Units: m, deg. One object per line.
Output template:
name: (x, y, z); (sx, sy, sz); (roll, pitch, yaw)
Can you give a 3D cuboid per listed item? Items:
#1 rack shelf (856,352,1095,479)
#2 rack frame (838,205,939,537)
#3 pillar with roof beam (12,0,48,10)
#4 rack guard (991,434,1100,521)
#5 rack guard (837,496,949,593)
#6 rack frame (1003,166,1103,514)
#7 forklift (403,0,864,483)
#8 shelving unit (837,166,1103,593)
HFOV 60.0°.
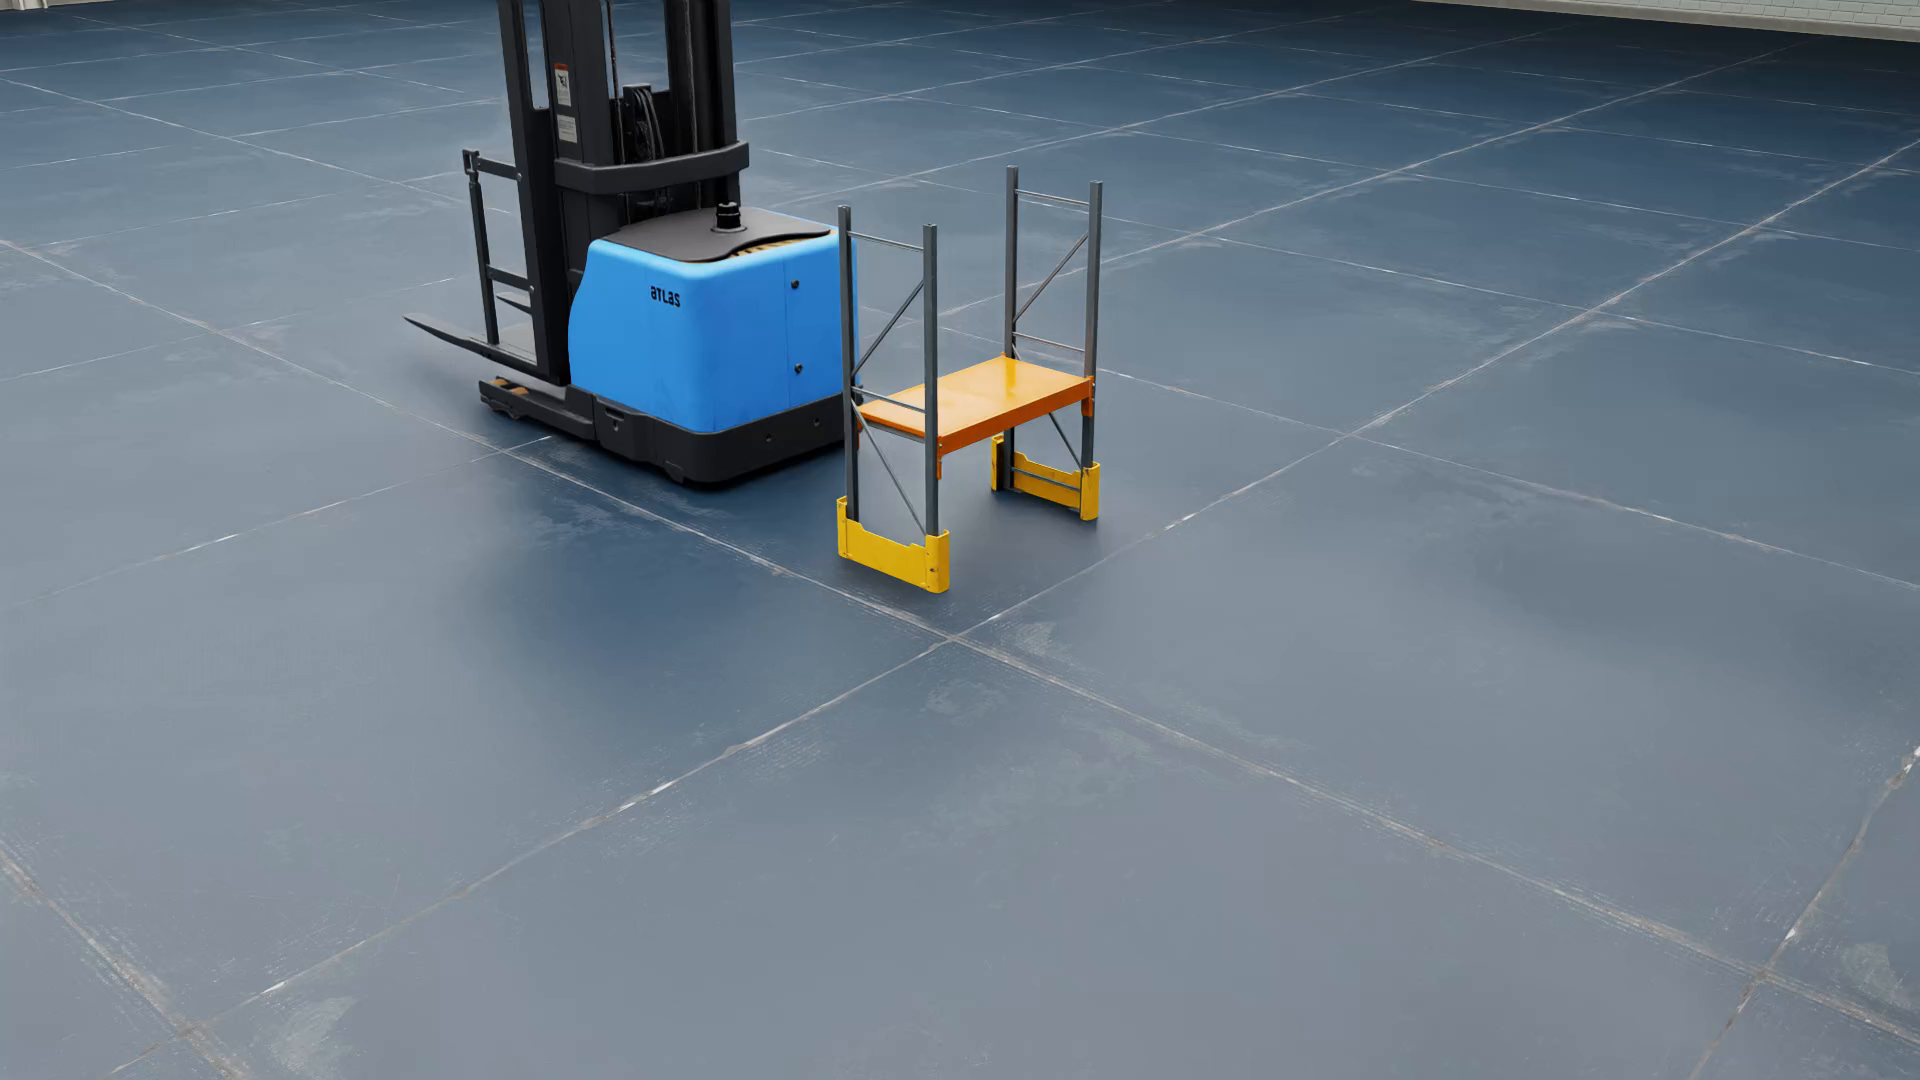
rack shelf: (0.057, -0.546, 7.075); (0.538, 0.185, 1.000); (20, 31, 38)
rack frame: (-0.282, -0.555, 6.656); (0.500, 1.500, 0.032); (20, 31, 38)
pillar with roof beam: (-10.928, -11.017, 20.822); (9.100, 9.000, 0.400); (20, 31, 38)
rack guard: (0.383, -0.289, 7.589); (0.587, 0.250, 0.087); (20, 31, 38)
rack guard: (-0.281, 0.014, 6.912); (0.587, 0.250, 0.087); (20, 31, 38)
rack frame: (0.396, -0.865, 7.347); (0.500, 1.500, 0.032); (20, 31, 38)
forklift: (-1.891, -2.100, 8.352); (3.031, 2.935, 1.130); (21, 32, 39)
shelving unit: (0.051, -0.708, 6.995); (0.587, 1.500, 1.083); (20, 31, 38)
